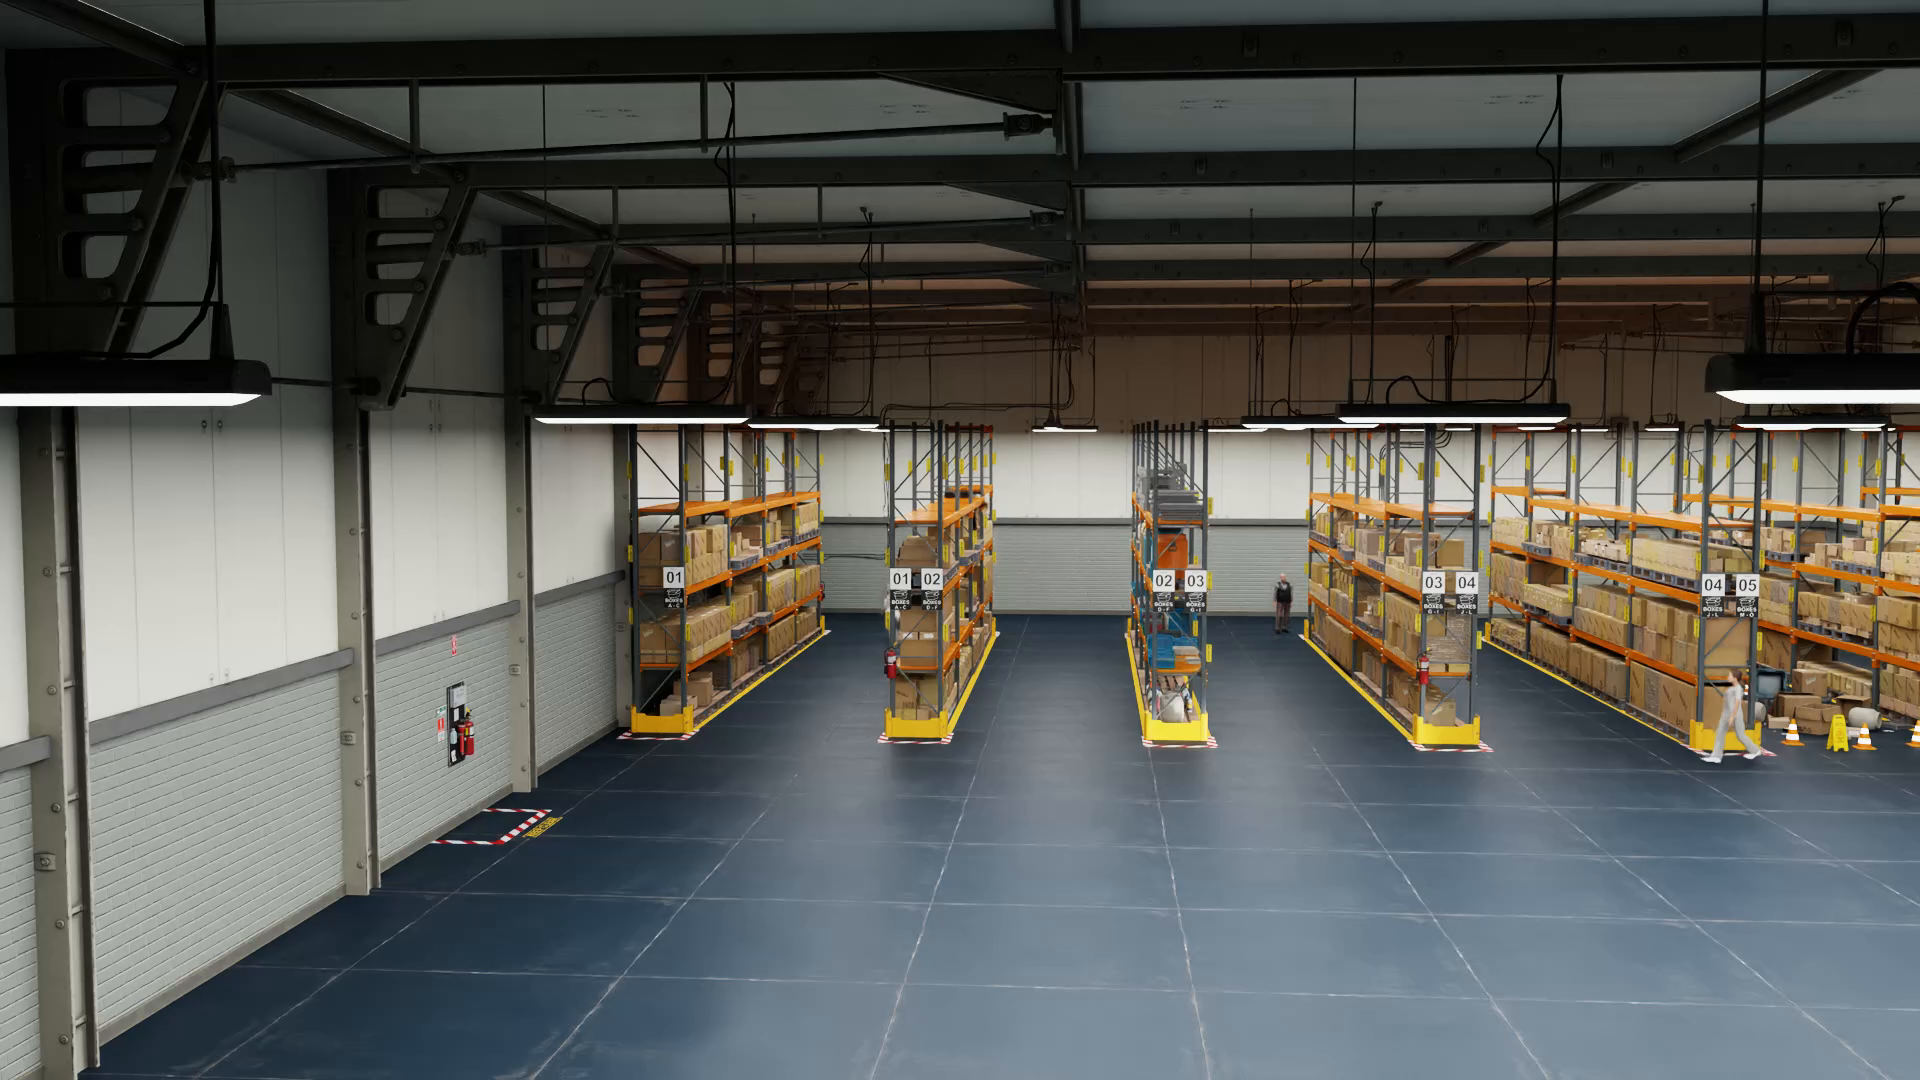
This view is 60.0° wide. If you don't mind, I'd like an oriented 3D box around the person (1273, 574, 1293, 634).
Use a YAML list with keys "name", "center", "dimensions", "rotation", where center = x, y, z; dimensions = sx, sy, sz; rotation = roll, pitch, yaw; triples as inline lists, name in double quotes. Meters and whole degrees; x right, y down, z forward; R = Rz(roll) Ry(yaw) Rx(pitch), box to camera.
- name: "person"
  center: [9.324, 1.837, 47.894]
  dimensions: [0.587, 1.733, 0.543]
  rotation: [0, 4, -1]

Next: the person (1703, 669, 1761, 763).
- name: "person"
  center: [13.485, 3.084, 28.964]
  dimensions: [0.972, 1.611, 0.423]
  rotation: [-1, 4, -19]

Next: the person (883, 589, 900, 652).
- name: "person"
  center: [-1.736, 2.074, 42.687]
  dimensions: [0.543, 1.702, 0.592]
  rotation: [-2, 4, -30]

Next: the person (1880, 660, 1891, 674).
- name: "person"
  center: [21.369, 2.500, 38.377]
  dimensions: [0.424, 1.592, 0.729]
  rotation: [-3, 5, -40]
